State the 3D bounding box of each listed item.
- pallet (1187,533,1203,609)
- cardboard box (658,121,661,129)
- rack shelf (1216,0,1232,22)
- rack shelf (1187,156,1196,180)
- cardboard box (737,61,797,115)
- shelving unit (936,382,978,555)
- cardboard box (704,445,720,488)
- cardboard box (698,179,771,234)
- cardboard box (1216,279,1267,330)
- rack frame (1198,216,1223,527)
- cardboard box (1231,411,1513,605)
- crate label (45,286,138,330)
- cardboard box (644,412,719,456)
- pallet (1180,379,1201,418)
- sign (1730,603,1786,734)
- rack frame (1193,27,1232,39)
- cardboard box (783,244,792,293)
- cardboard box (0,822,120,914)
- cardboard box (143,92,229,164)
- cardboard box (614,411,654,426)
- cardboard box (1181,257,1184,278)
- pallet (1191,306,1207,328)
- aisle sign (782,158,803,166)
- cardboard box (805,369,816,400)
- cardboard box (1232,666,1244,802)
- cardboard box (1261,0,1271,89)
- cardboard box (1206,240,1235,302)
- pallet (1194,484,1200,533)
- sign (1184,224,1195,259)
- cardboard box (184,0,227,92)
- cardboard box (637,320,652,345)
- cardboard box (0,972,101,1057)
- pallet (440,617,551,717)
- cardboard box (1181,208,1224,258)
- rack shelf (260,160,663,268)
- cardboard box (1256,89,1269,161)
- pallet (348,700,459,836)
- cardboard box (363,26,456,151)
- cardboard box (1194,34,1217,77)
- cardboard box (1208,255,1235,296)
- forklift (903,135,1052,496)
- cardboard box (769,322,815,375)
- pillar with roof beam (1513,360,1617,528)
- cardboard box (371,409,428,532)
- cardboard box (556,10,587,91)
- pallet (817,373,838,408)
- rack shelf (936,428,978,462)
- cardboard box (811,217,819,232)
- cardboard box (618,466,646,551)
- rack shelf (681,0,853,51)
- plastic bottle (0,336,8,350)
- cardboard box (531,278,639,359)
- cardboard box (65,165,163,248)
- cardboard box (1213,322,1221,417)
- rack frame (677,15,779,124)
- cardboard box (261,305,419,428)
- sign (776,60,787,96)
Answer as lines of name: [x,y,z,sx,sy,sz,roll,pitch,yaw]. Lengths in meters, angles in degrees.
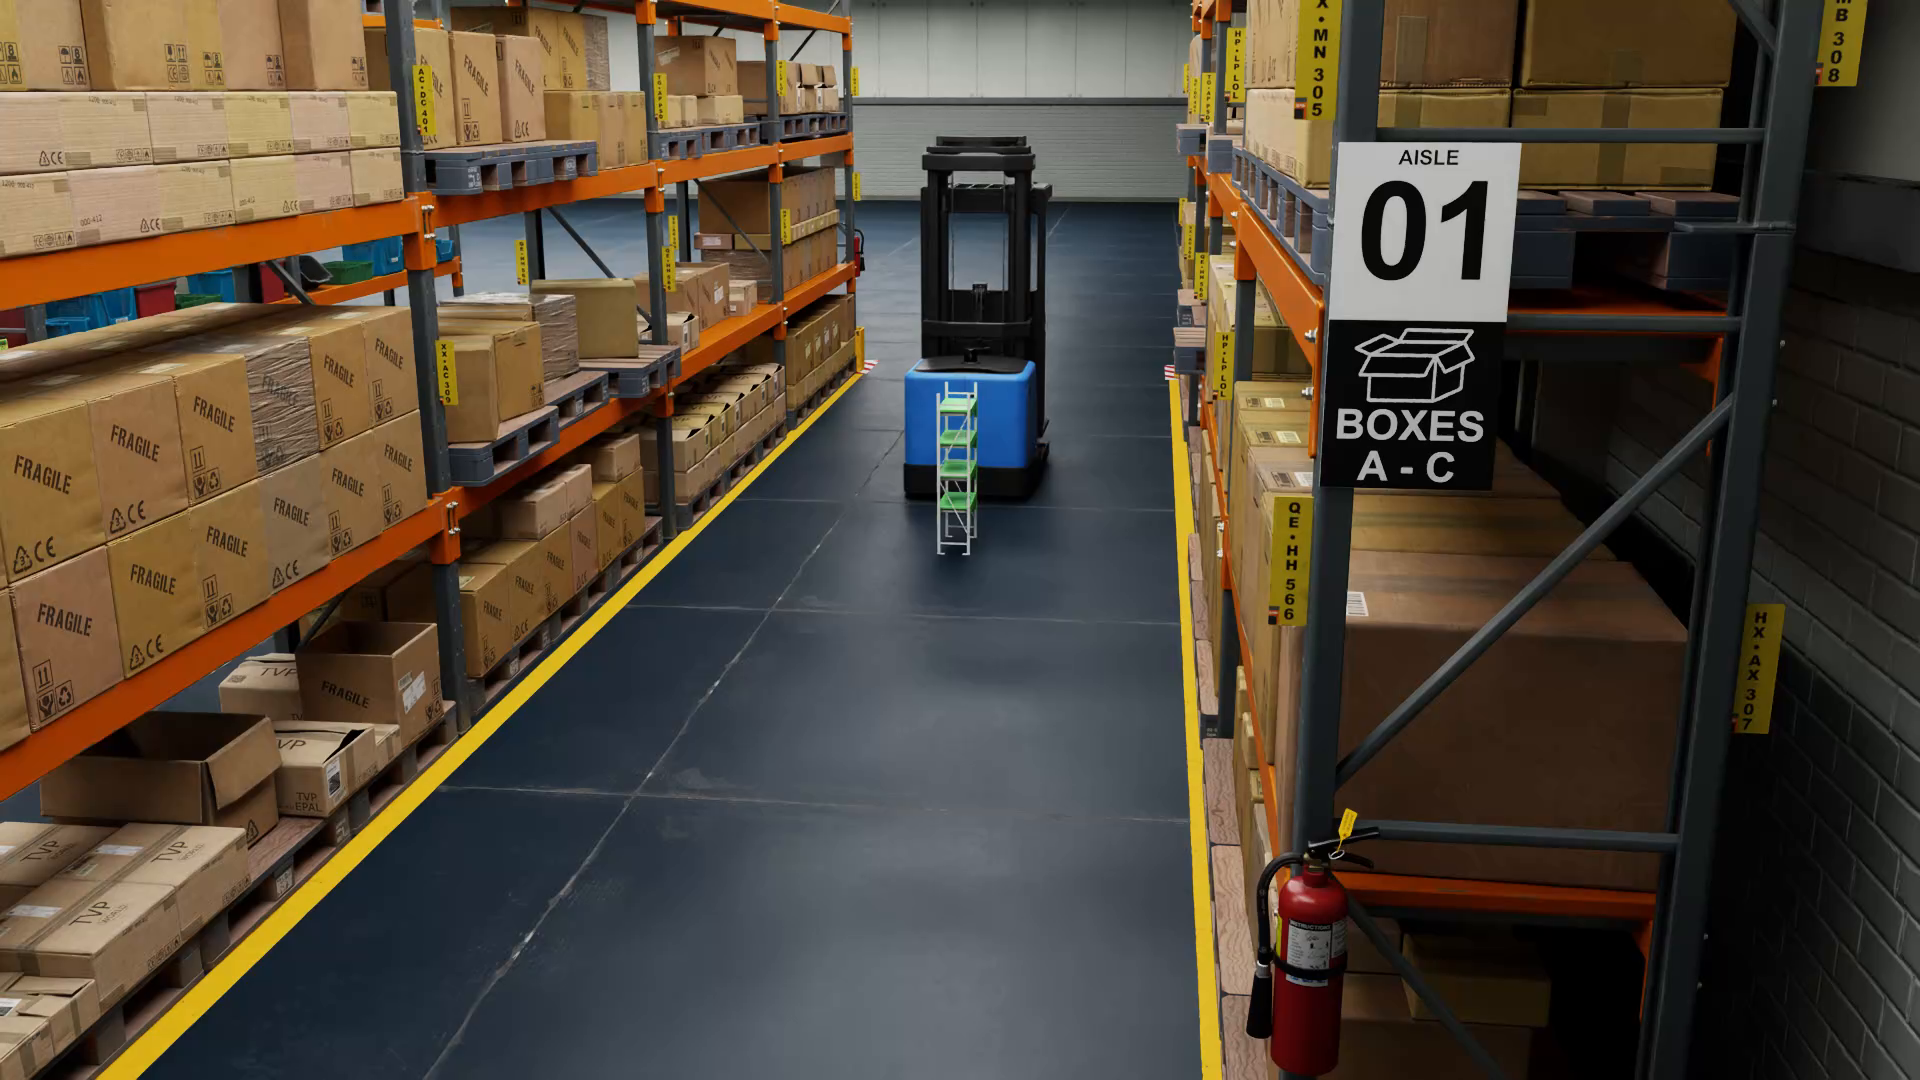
pallet: [2.085,0.219,11.447,1.003,0.211,1.213,2,15,6]
cardboard box: [-2.638,-3.308,12.886,0.500,0.250,0.500,2,15,8]
rack shelf: [2.023,-3.166,9.276,1.077,0.370,4.000,2,15,6]
rack shelf: [2.925,-3.986,17.288,1.077,0.370,4.000,2,15,6]
cardboard box: [-1.904,-4.401,16.180,0.500,0.500,0.500,3,15,11]
shelving unit: [-0.019,-0.536,12.347,0.258,1.200,0.503,2,15,6]
cardboard box: [-2.267,-0.607,13.624,0.500,0.250,0.500,1,15,5]
cardboard box: [-2.179,-3.301,16.447,0.700,0.500,0.500,2,15,7]
cardboard box: [1.777,-1.381,9.785,0.500,0.250,0.500,1,15,5]
rack frame: [2.248,-1.329,11.831,1.000,3.000,0.127,2,15,6]
cardboard box: [1.632,-0.107,6.737,0.980,0.700,0.700,1,15,5]
crate label: [-7.215,-1.888,13.829,0.502,0.435,0.616,2,15,6]
cardboard box: [-2.272,-0.884,13.573,0.500,0.311,0.500,1,15,5]
pallet: [2.876,-1.513,17.853,1.003,0.211,1.213,2,15,6]
sign: [1.896,0.308,3.968,0.100,0.325,0.005,2,15,6]
rack frame: [3.151,-6.300,18.721,1.000,3.000,0.127,2,15,6]
cardboard box: [-2.126,-2.812,17.123,0.700,0.500,0.500,2,15,6]
cardboard box: [-3.623,1.322,6.451,0.500,0.250,0.500,2,15,6]
cardboard box: [-3.086,-1.531,6.159,0.500,0.250,0.500,2,15,6]
cardboard box: [-2.808,-0.898,13.626,0.500,0.311,0.500,1,15,5]
cardboard box: [2.673,-2.957,18.100,0.500,0.250,0.500,1,15,5]
pallet: [2.431,-1.751,13.759,1.003,0.211,1.213,2,15,6]
aisle sign: [-2.068,-4.830,19.797,0.394,0.787,0.004,2,15,6]
cardboard box: [-1.808,-1.628,17.398,0.500,0.250,0.500,2,15,6]
cardboard box: [1.611,0.903,7.560,0.700,0.500,0.500,2,15,7]
cardboard box: [1.336,-1.842,5.835,0.500,0.500,0.500,2,15,7]
cardboard box: [2.538,-2.351,14.577,0.700,0.500,0.500,3,15,12]
pallet: [2.338,-0.186,12.944,1.003,0.211,1.213,2,15,6]
sign: [2.160,-2.798,15.606,0.100,0.325,0.005,2,15,6]
cardboard box: [-3.390,-2.033,6.580,0.700,0.500,0.500,2,15,6]
cardboard box: [-2.590,-1.524,12.723,0.500,0.311,0.500,3,15,10]
cardboard box: [-3.160,1.593,5.610,0.380,0.166,0.250,2,15,6]
pallet: [-3.071,0.697,9.679,1.003,0.211,1.213,2,15,6]
cardboard box: [2.668,-3.327,18.030,0.500,0.500,0.500,1,15,4]
rack shelf: [-2.900,-2.056,10.151,1.077,0.370,4.000,2,15,6]
cardboard box: [1.335,-1.482,5.940,0.500,0.250,0.500,1,15,5]
pallet: [-3.204,1.088,8.236,1.003,0.211,1.213,2,15,6]
cardboard box: [-2.995,-2.312,8.533,0.600,0.600,0.600,0,15,1]
cardboard box: [2.487,-4.493,15.640,0.500,0.500,0.500,0,15,1]
cardboard box: [1.938,-1.775,11.243,0.500,0.250,0.500,2,15,8]
forklift: [0.233,-2.112,14.857,1.130,2.935,3.031,2,15,7]
cardboard box: [-1.811,-1.990,17.301,0.500,0.500,0.500,2,15,6]
pillar with roof beam: [-1.700,-3.107,6.914,9.100,9.000,0.400,2,15,6]
cardboard box: [-2.927,-0.348,8.010,0.500,0.500,0.500,2,15,7]
cardboard box: [-2.787,-3.208,10.925,0.500,0.500,0.500,2,15,6]
pallet: [-1.956,-1.688,18.499,1.003,0.211,1.213,2,15,6]
rack shelf: [-0.019,-0.706,12.301,0.258,0.148,0.480,2,15,6]
cardboard box: [-1.770,-3.470,18.313,0.380,0.149,0.250,2,15,8]
cardboard box: [-2.546,-0.230,11.713,0.500,0.500,0.500,2,15,8]
rack shelf: [-1.997,-5.386,17.485,1.077,0.370,4.000,2,15,6]
plastic bottle: [-7.217,-1.447,12.491,0.061,0.283,0.133,2,15,6]
cardboard box: [-2.633,-1.558,11.683,0.700,0.500,0.500,-3,16,-13]
cardboard box: [-3.142,-1.160,5.745,0.500,0.250,0.500,2,15,6]
cardboard box: [1.763,-1.013,9.861,0.500,0.500,0.500,2,15,8]
rack frame: [-2.223,-5.407,15.420,1.000,3.000,0.127,2,15,6]
cardboard box: [-2.925,-0.829,7.873,0.500,0.500,0.500,2,15,7]
sign: [-1.683,-4.348,15.654,0.100,0.325,0.005,2,15,6]
